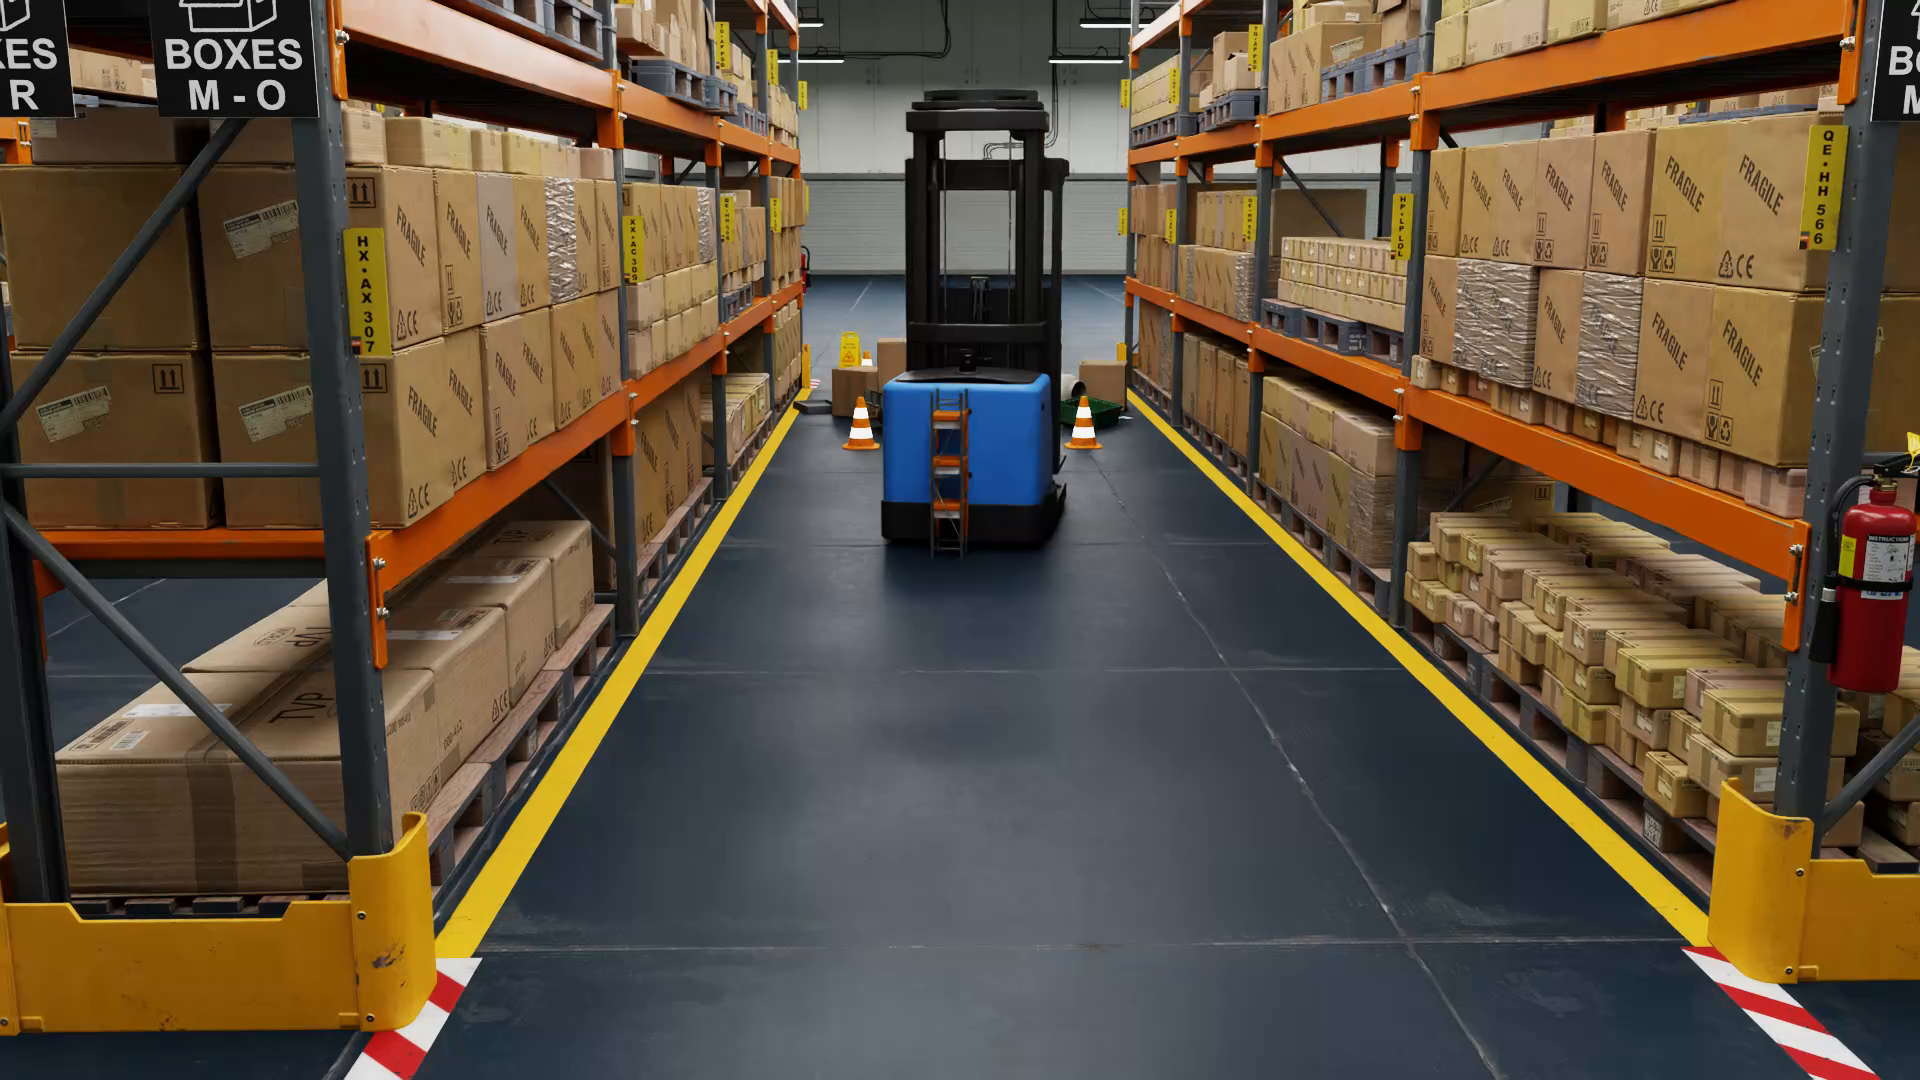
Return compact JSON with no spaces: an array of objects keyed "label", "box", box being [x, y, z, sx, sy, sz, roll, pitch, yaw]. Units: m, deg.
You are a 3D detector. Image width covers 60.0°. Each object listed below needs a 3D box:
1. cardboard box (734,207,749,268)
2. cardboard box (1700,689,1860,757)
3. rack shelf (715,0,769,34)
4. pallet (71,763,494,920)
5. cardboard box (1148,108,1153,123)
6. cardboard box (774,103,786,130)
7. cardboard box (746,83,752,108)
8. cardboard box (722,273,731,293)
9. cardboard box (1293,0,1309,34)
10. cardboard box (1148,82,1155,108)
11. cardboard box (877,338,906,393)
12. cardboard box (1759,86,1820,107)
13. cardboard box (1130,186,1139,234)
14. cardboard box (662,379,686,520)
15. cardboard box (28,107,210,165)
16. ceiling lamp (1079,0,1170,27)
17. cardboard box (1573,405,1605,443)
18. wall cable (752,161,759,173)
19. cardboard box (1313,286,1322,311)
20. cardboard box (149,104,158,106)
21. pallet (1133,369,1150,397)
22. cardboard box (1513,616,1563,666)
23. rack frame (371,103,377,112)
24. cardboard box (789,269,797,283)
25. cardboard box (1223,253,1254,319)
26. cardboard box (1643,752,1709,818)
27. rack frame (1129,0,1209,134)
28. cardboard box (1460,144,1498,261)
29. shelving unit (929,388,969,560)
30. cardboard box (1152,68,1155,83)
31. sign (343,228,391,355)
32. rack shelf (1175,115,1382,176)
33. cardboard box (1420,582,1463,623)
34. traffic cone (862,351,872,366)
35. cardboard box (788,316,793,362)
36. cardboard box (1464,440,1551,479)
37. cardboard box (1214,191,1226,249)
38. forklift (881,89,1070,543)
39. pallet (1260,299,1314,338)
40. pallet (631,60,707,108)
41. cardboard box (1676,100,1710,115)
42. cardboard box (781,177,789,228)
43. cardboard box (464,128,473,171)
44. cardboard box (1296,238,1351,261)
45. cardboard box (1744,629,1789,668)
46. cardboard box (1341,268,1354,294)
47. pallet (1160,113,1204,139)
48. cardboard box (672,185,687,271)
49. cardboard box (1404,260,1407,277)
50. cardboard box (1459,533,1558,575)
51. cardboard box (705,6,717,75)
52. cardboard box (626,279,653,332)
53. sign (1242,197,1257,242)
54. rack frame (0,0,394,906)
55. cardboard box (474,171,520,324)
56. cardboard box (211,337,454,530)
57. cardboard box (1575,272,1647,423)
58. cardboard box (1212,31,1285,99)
[{"label":"cardboard box","box":[-2.066,-2.566,14.106,0.500,0.500,0.500,-1,11,-3]},{"label":"cardboard box","box":[2.597,0.579,5.278,0.380,0.149,0.250,0,11,0]},{"label":"rack shelf","box":[-2.292,-4.555,13.696,1.077,0.370,4.000,0,11,-1]},{"label":"pallet","box":[-2.180,1.032,5.442,1.003,0.211,1.213,0,11,-1]},{"label":"cardboard box","box":[2.250,-4.628,18.106,0.380,0.149,0.250,0,11,-1]},{"label":"cardboard box","box":[-2.086,-4.394,17.260,0.500,0.250,0.500,0,11,-1]},{"label":"cardboard box","box":[-2.176,-4.048,15.246,0.500,0.250,0.500,0,11,-2]},{"label":"cardboard box","box":[-2.003,-2.025,13.073,0.380,0.149,0.250,-1,12,-5]},{"label":"cardboard box","box":[2.440,-3.517,11.129,0.396,0.266,0.258,0,11,-1]},{"label":"cardboard box","box":[2.317,-4.796,17.933,0.500,0.250,0.500,0,11,-1]},{"label":"cardboard box","box":[-0.554,-1.721,16.379,0.500,0.500,0.500,0,11,-1]},{"label":"cardboard box","box":[7.506,-4.047,14.605,0.797,0.503,0.637,0,11,1]},{"label":"cardboard box","box":[2.500,-3.926,19.772,0.875,0.550,0.550,0,11,-1]},{"label":"cardboard box","box":[-2.305,-0.616,10.838,0.875,0.875,0.875,0,11,0]},{"label":"cardboard box","box":[-2.293,-1.103,4.556,0.380,0.149,0.250,0,11,0]},{"label":"ceiling lamp","box":[3.520,-12.428,35.006,2.000,3.185,0.800,0,11,-1]},{"label":"cardboard box","box":[2.612,-0.466,6.444,0.380,0.149,0.250,0,11,0]},{"label":"wall cable","box":[-7.624,-11.166,51.275,3.097,2.526,0.112,0,11,-1]},{"label":"cardboard box","box":[2.530,-1.586,10.909,0.380,0.149,0.250,0,11,1]},{"label":"cardboard box","box":[-7.037,-4.079,14.991,0.500,0.311,0.500,-1,11,-3]},{"label":"pallet","box":[2.626,-1.872,19.754,1.003,0.211,1.213,0,11,-1]},{"label":"cardboard box","box":[2.509,0.414,6.842,0.380,0.149,0.250,0,11,-1]},{"label":"rack frame","box":[-7.378,-6.276,19.359,1.000,3.000,0.127,0,11,-1]},{"label":"cardboard box","box":[-2.059,-3.008,18.973,0.380,0.149,0.250,0,11,0]},{"label":"cardboard box","box":[2.410,-2.043,13.335,0.500,0.500,0.500,0,11,-1]},{"label":"cardboard box","box":[2.536,0.820,5.585,0.380,0.149,0.250,0,11,1]},{"label":"rack frame","box":[2.531,-6.337,19.662,1.000,3.000,0.127,0,11,-1]},{"label":"cardboard box","box":[2.571,-1.503,7.407,0.500,0.500,0.500,-1,11,-3]},{"label":"shelving unit","box":[-0.067,-0.415,10.467,0.215,1.050,0.252,2,12,7]},{"label":"cardboard box","box":[2.256,-4.968,17.775,0.380,0.149,0.250,0,11,0]},{"label":"sign","box":[-1.530,-0.640,4.294,0.100,0.325,0.005,0,11,-1]},{"label":"rack shelf","box":[2.655,-3.322,14.153,1.077,0.370,4.000,0,11,-1]},{"label":"cardboard box","box":[2.471,0.306,8.119,0.380,0.149,0.250,0,11,1]},{"label":"traffic cone","box":[-1.117,-2.033,19.917,0.336,0.463,0.334,0,11,-1]},{"label":"cardboard box","box":[-2.121,-2.220,18.431,0.500,0.500,0.500,-1,11,-2]},{"label":"cardboard box","box":[3.028,-0.508,9.363,0.500,0.250,0.500,-1,11,-4]},{"label":"cardboard box","box":[2.653,-2.839,14.745,0.700,0.500,0.500,0,11,-1]},{"label":"forklift","box":[0.197,-1.660,11.871,1.130,2.935,3.031,2,12,7]},{"label":"pallet","box":[2.818,-1.571,11.743,1.213,0.211,1.003,0,11,-1]},{"label":"pallet","box":[-2.158,-2.794,10.216,1.003,0.211,1.213,0,11,1]},{"label":"cardboard box","box":[7.279,-4.258,16.331,0.380,0.149,0.250,0,11,1]},{"label":"cardboard box","box":[-2.114,-3.436,16.938,0.700,0.500,0.500,0,11,-1]},{"label":"cardboard box","box":[-1.865,-1.313,5.588,0.380,0.149,0.250,0,11,-1]},{"label":"cardboard box","box":[2.521,-1.986,11.384,0.380,0.149,0.250,0,11,-1]},{"label":"cardboard box","box":[3.100,0.424,6.043,0.380,0.149,0.250,-1,11,-4]},{"label":"cardboard box","box":[2.543,-1.580,10.132,0.380,0.149,0.250,0,11,-1]},{"label":"pallet","box":[2.607,-4.191,16.852,1.003,0.211,1.213,0,11,-1]},{"label":"cardboard box","box":[-1.953,-1.902,10.125,0.500,0.500,0.500,0,11,-2]},{"label":"cardboard box","box":[2.576,-1.465,8.814,0.380,0.149,0.250,0,11,1]},{"label":"cardboard box","box":[2.580,0.063,7.824,0.380,0.149,0.250,0,11,-2]},{"label":"cardboard box","box":[-2.092,-3.418,11.504,0.797,0.503,0.637,-1,12,-5]},{"label":"cardboard box","box":[-1.895,-1.231,8.704,0.500,0.250,0.500,-1,11,-3]},{"label":"sign","box":[2.142,-2.371,12.291,0.100,0.325,0.005,0,11,-1]},{"label":"rack frame","box":[-2.085,-0.176,4.382,1.000,3.000,0.127,0,11,-1]},{"label":"cardboard box","box":[-1.846,-1.017,5.760,0.500,0.500,0.500,0,11,-2]},{"label":"cardboard box","box":[-1.808,-0.322,4.849,0.500,0.500,0.500,0,11,-2]},{"label":"cardboard box","box":[2.570,-0.703,5.979,0.500,0.500,0.500,0,11,-1]},{"label":"cardboard box","box":[2.381,-3.925,13.758,0.500,0.500,0.500,0,11,-1]}]
